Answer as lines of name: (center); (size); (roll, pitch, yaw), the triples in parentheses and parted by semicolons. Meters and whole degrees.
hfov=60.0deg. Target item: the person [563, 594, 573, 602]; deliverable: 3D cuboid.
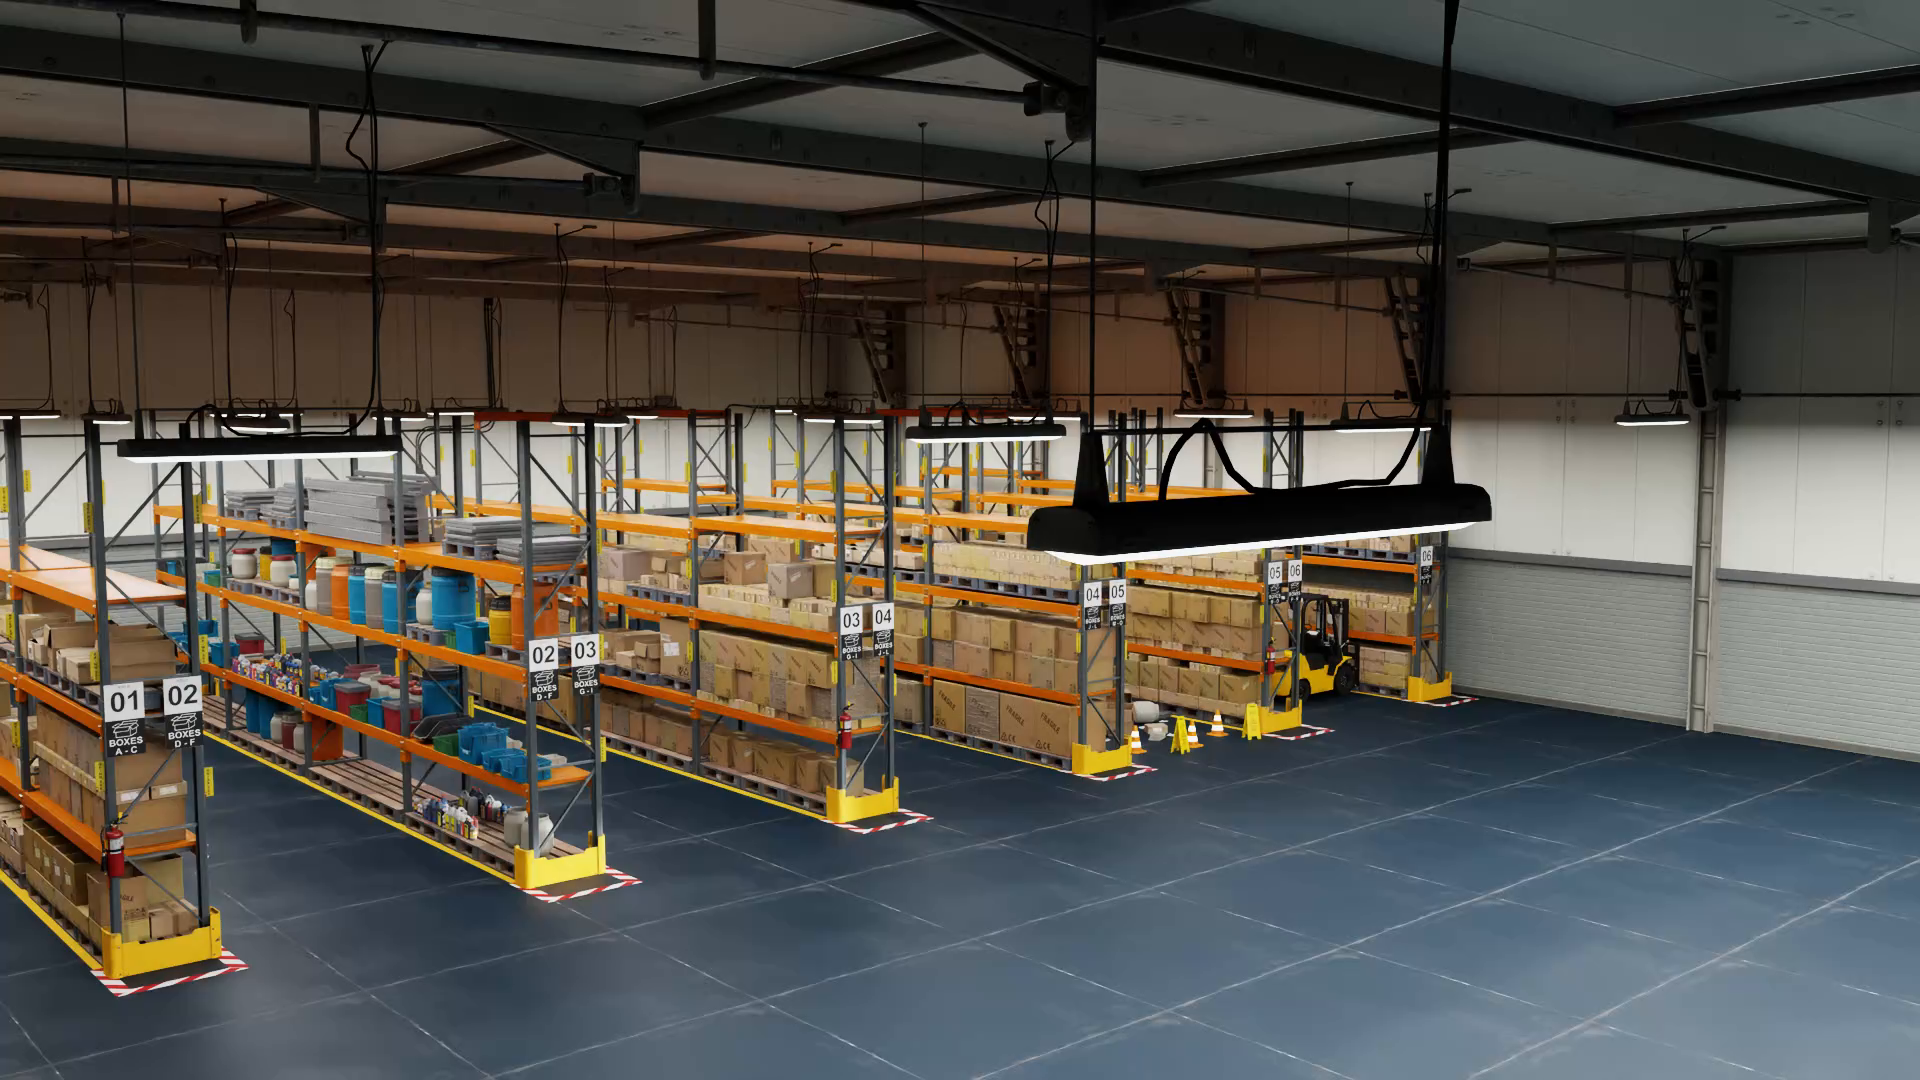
person: (-9.387, 1.954, 40.270); (0.518, 1.652, 0.884); (-4, 6, -36)
